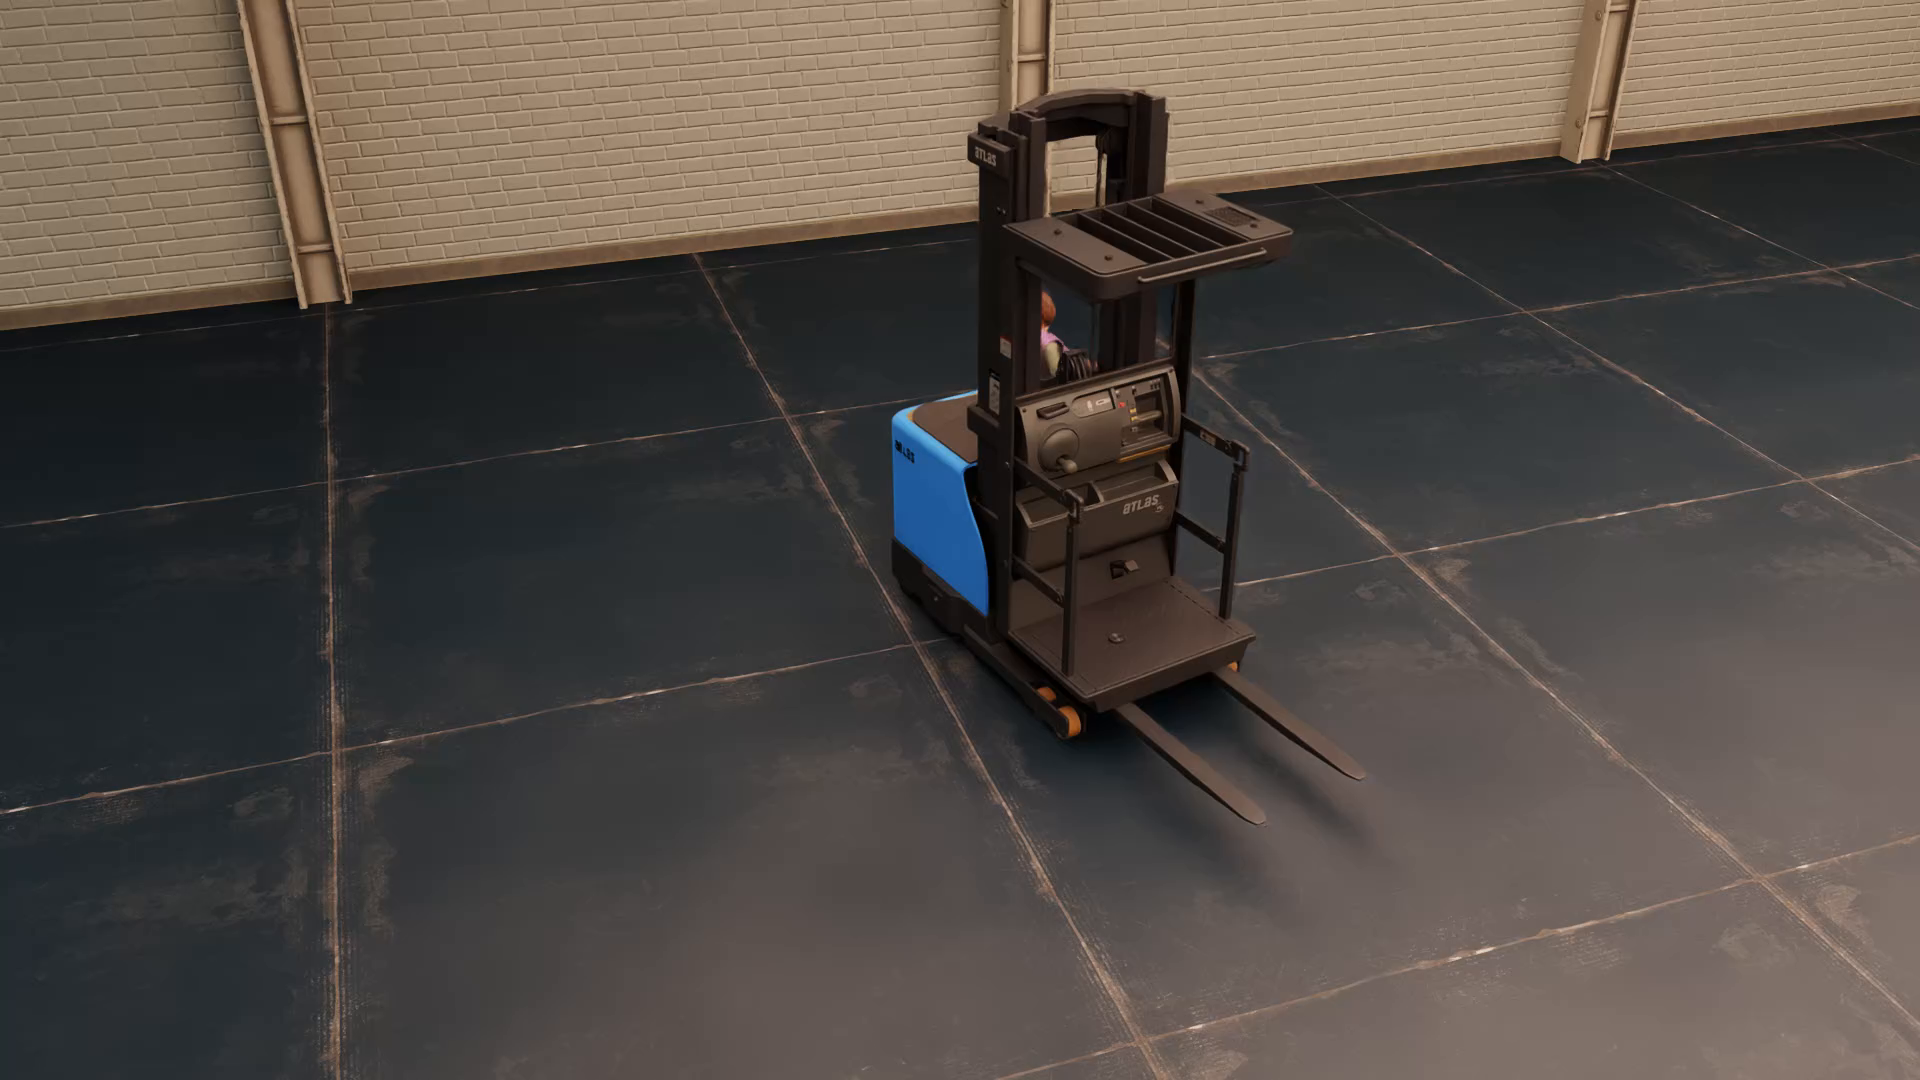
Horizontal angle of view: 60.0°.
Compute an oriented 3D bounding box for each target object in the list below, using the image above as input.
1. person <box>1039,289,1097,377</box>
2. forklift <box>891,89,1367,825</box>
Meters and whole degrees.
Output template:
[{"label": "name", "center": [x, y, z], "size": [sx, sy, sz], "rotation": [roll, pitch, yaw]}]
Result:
[{"label": "person", "center": [0.575, -0.747, 9.822], "size": [0.787, 1.502, 0.593], "rotation": [-20, 35, -31]}, {"label": "forklift", "center": [0.809, -0.543, 8.031], "size": [1.130, 2.935, 3.031], "rotation": [-17, 34, -27]}]
